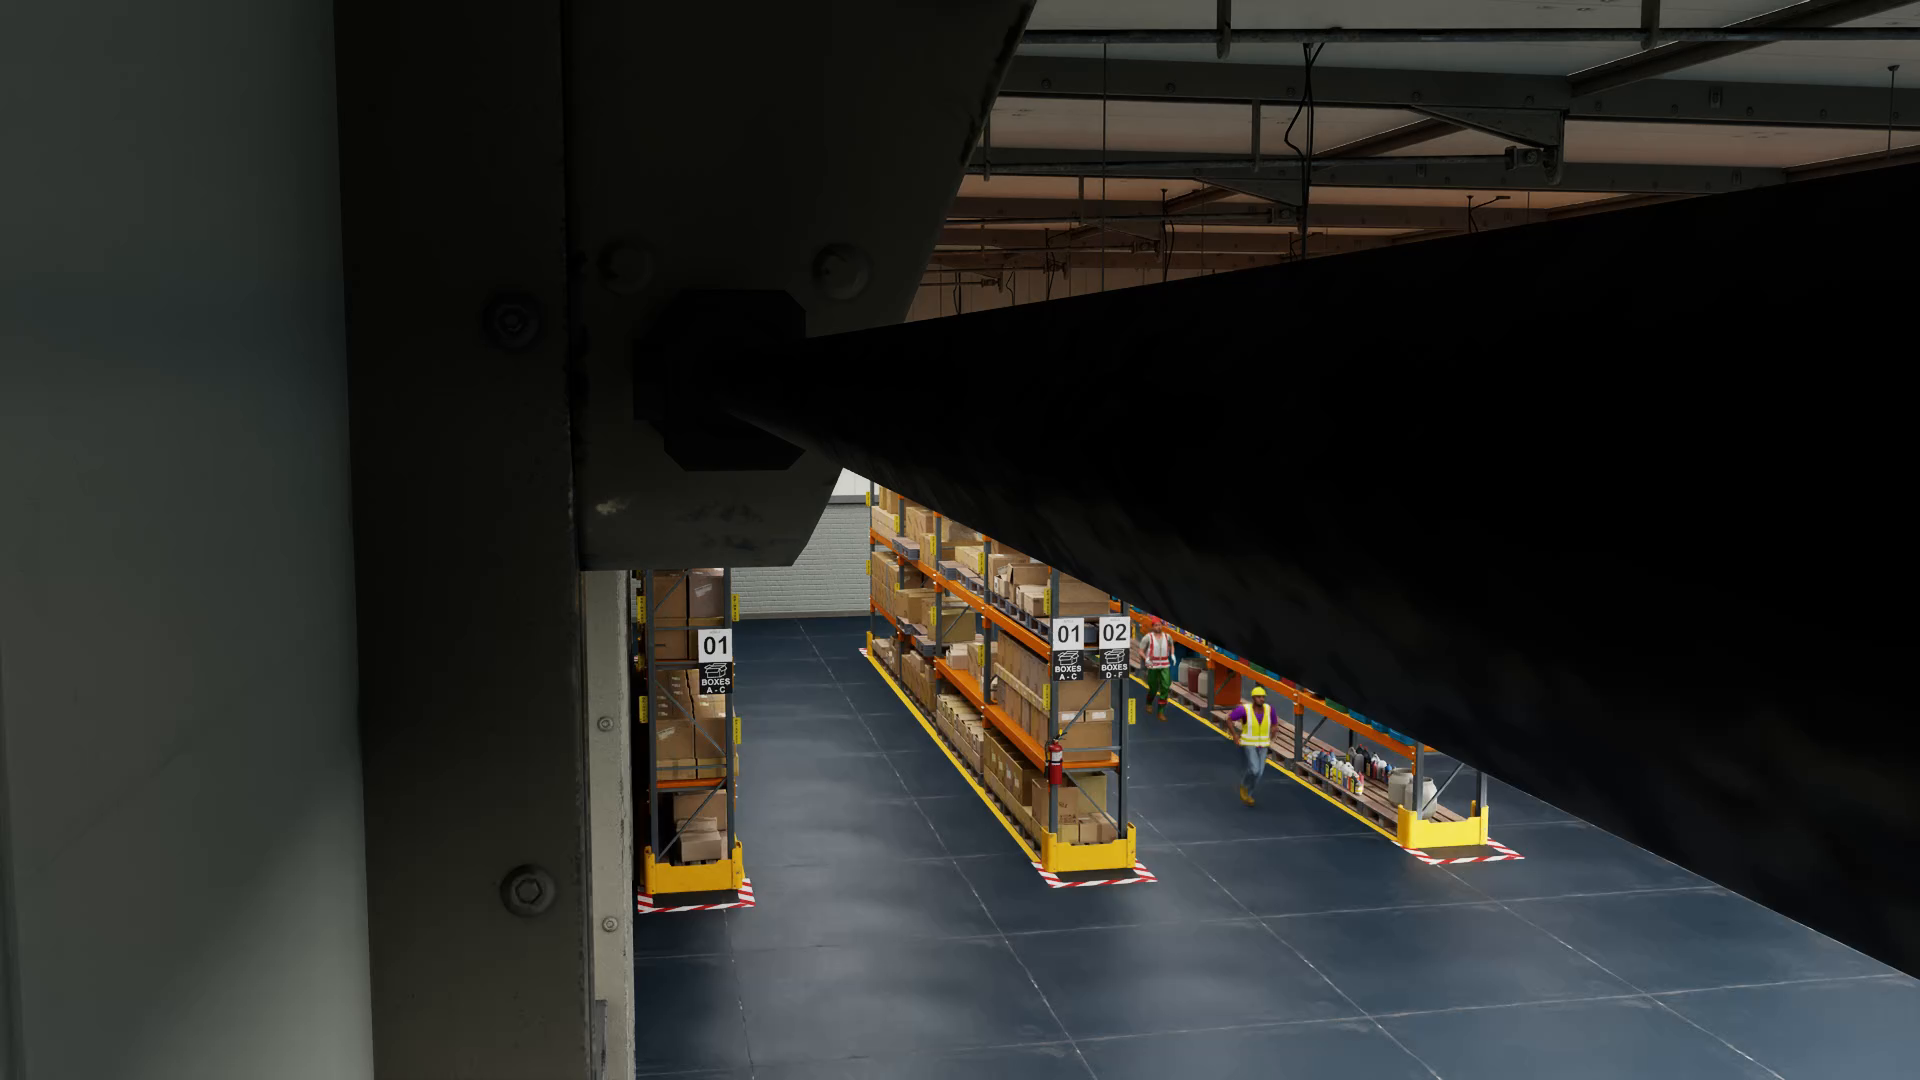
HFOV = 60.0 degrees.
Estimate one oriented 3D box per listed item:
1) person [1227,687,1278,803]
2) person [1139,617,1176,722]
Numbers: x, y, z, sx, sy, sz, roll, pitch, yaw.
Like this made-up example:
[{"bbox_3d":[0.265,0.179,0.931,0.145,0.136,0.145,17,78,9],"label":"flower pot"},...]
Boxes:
[{"bbox_3d":[4.264,2.966,23.957,0.695,1.712,0.645,-2,6,-16],"label":"person"},{"bbox_3d":[3.421,2.201,28.632,0.669,1.758,0.826,-1,6,-9],"label":"person"}]
